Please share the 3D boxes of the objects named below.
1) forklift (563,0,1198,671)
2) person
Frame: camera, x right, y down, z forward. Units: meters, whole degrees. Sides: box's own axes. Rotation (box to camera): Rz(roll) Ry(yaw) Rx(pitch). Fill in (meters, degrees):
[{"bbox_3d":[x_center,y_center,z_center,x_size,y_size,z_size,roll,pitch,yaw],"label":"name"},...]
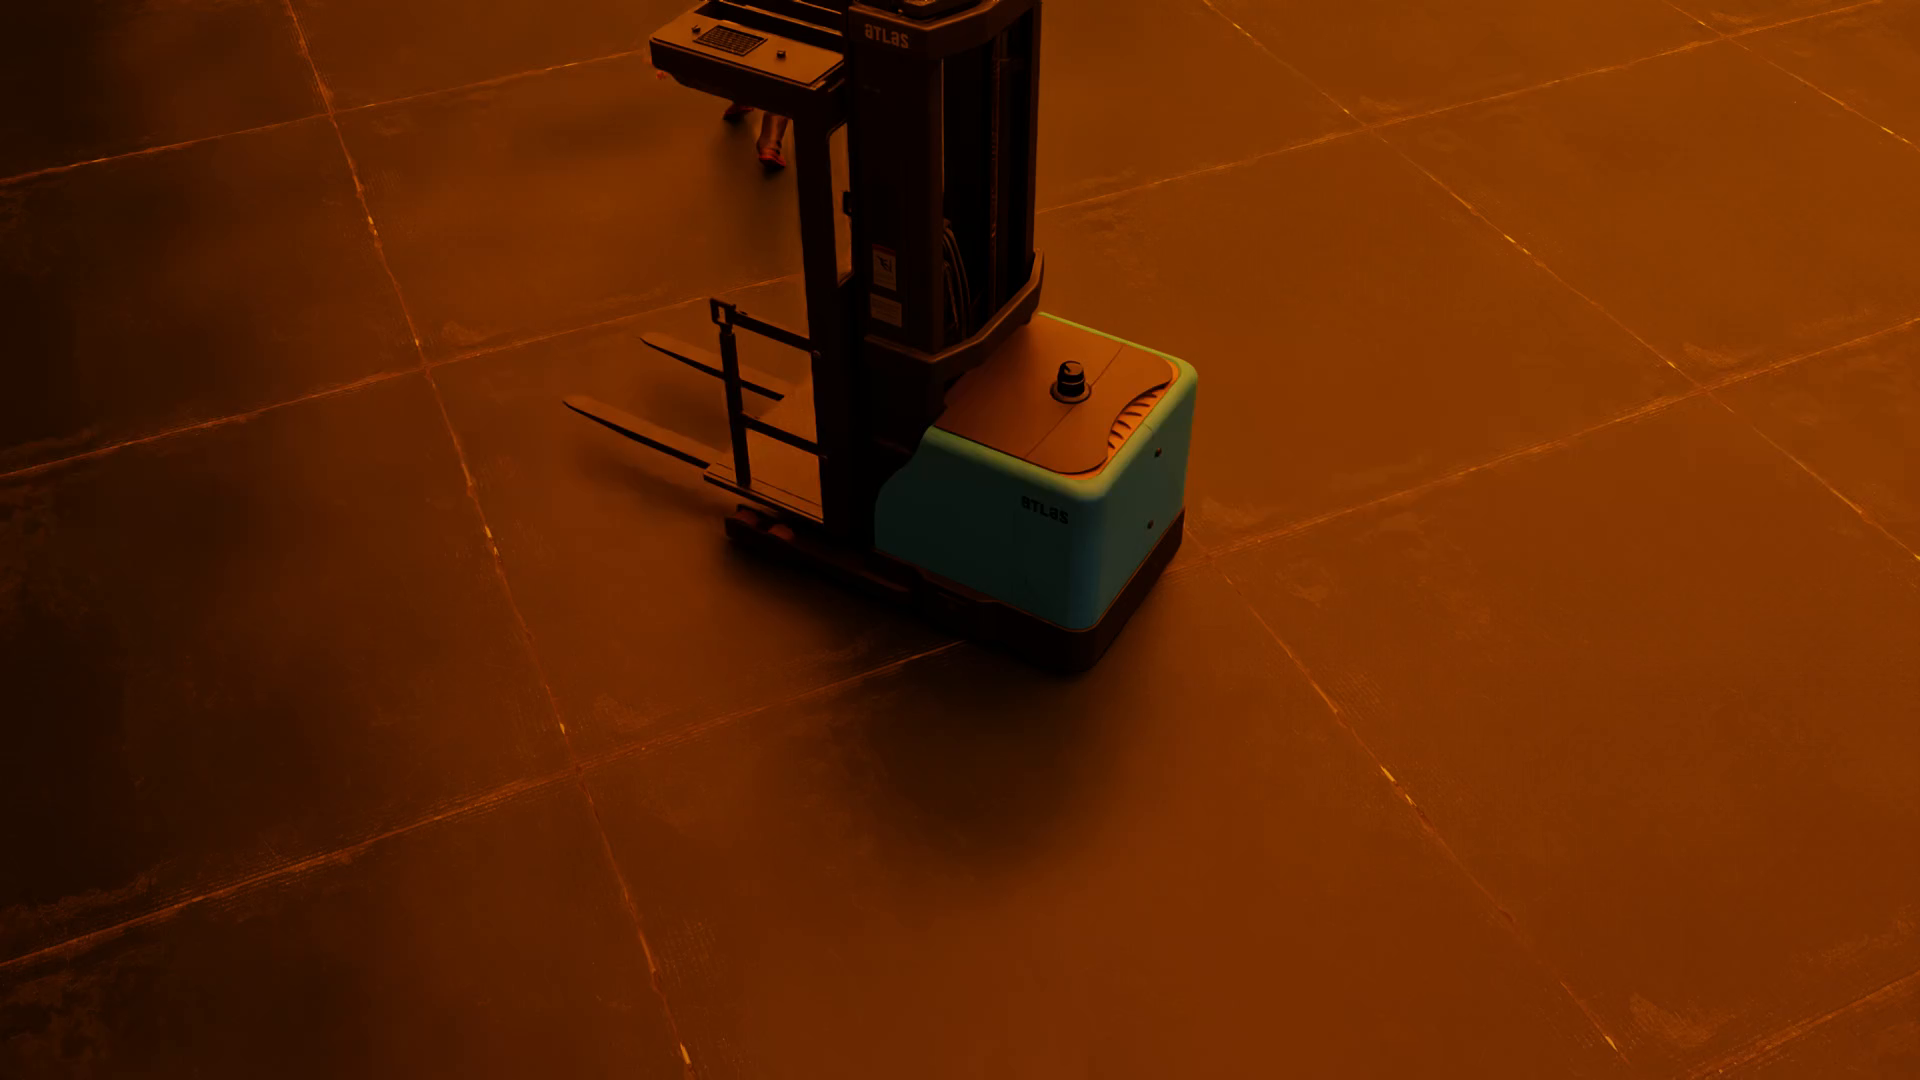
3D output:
[{"bbox_3d":[-0.503,-1.267,7.038,3.031,2.935,1.130,22,47,22],"label":"forklift"},{"bbox_3d":[-1.476,-2.943,9.999,0.909,1.378,0.933,-18,46,-18],"label":"person"}]
